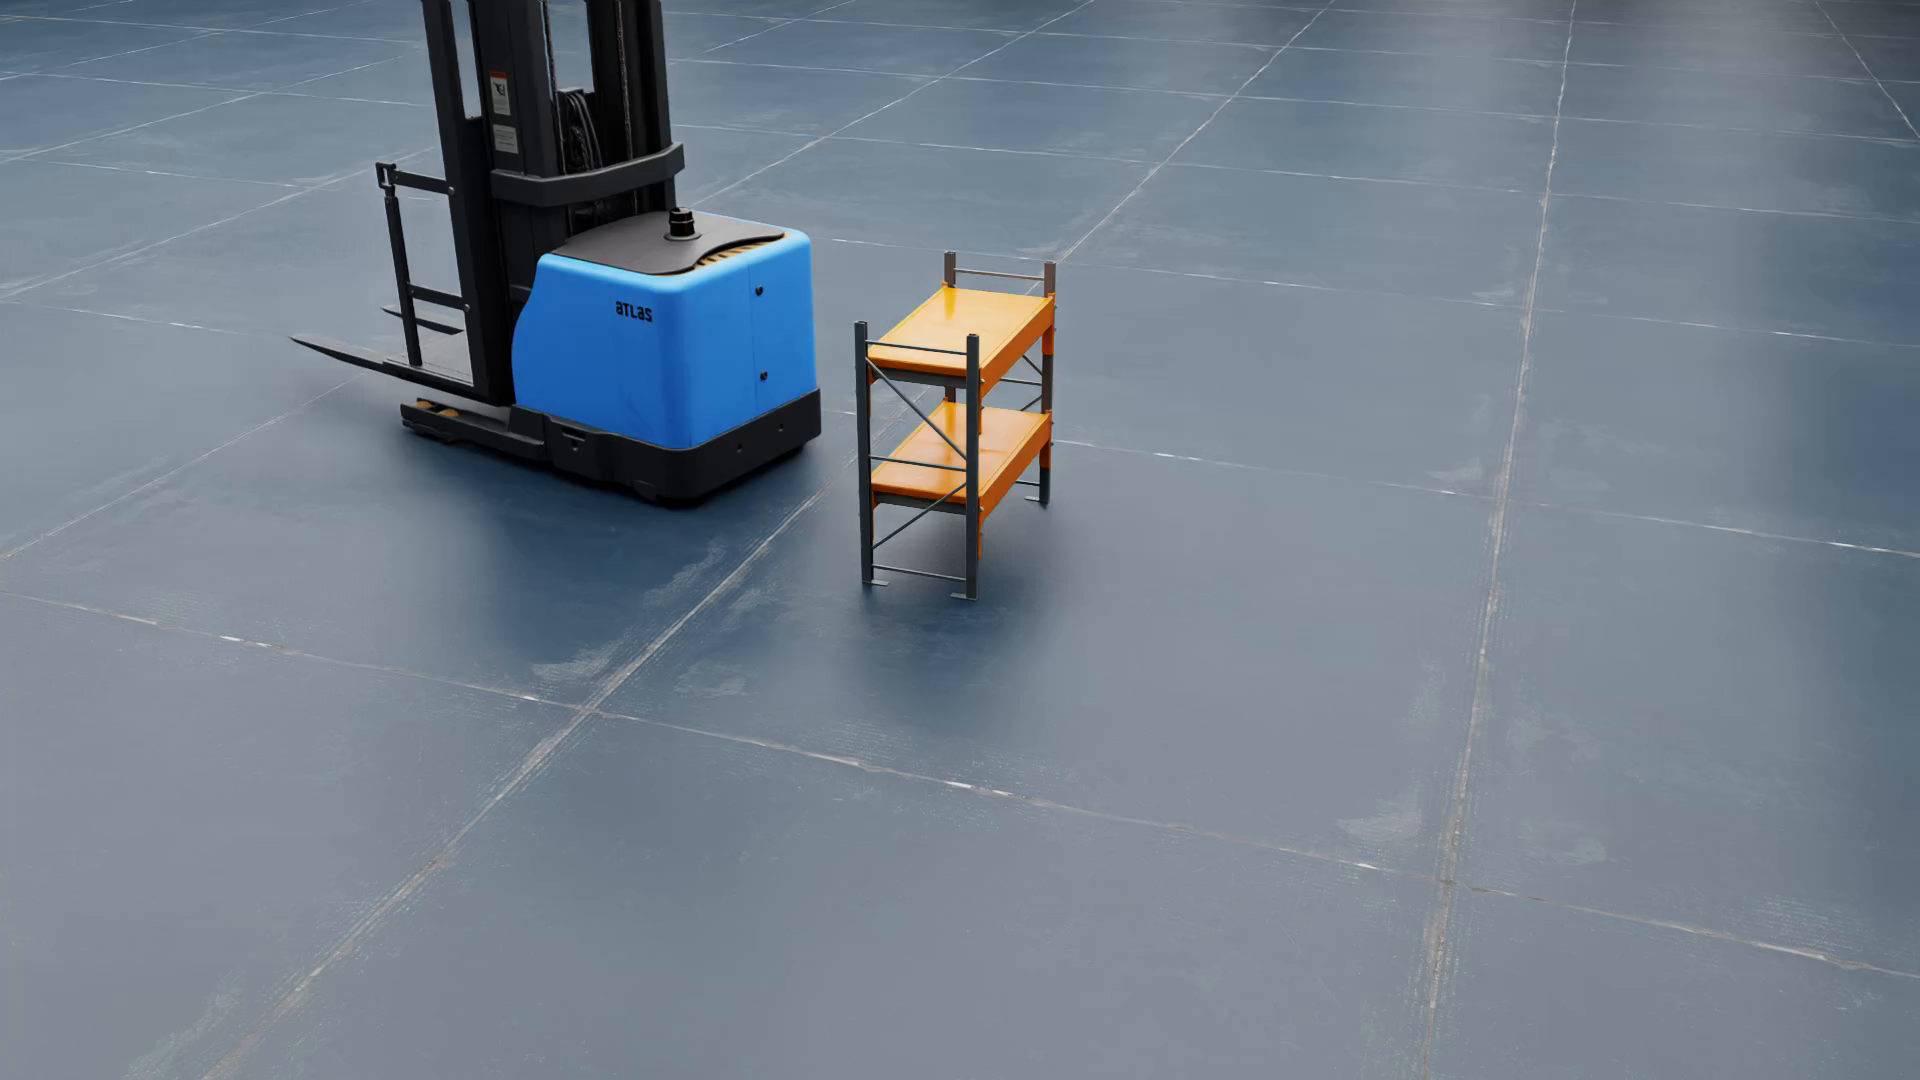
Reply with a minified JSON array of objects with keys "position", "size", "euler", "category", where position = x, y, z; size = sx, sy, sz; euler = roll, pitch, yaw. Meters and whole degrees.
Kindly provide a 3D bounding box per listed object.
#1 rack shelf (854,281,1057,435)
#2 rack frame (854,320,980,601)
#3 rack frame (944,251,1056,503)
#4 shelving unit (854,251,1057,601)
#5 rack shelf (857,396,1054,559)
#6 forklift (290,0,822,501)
[{"position":[0.002,-0.772,6.883],"size":[0.538,0.278,1.000],"euler":[9,27,17],"category":"rack shelf"},{"position":[-0.167,-0.300,6.579],"size":[0.500,1.125,0.032],"euler":[9,27,17],"category":"rack frame"},{"position":[0.171,-0.718,7.442],"size":[0.500,1.125,0.032],"euler":[9,27,17],"category":"rack frame"},{"position":[0.002,-0.509,7.011],"size":[0.538,1.125,1.048],"euler":[9,27,17],"category":"shelving unit"},{"position":[0.002,-0.289,7.117],"size":[0.538,0.278,1.000],"euler":[9,27,17],"category":"rack shelf"},{"position":[-2.189,-1.974,7.964],"size":[3.031,2.935,1.130],"euler":[16,30,30],"category":"forklift"}]
